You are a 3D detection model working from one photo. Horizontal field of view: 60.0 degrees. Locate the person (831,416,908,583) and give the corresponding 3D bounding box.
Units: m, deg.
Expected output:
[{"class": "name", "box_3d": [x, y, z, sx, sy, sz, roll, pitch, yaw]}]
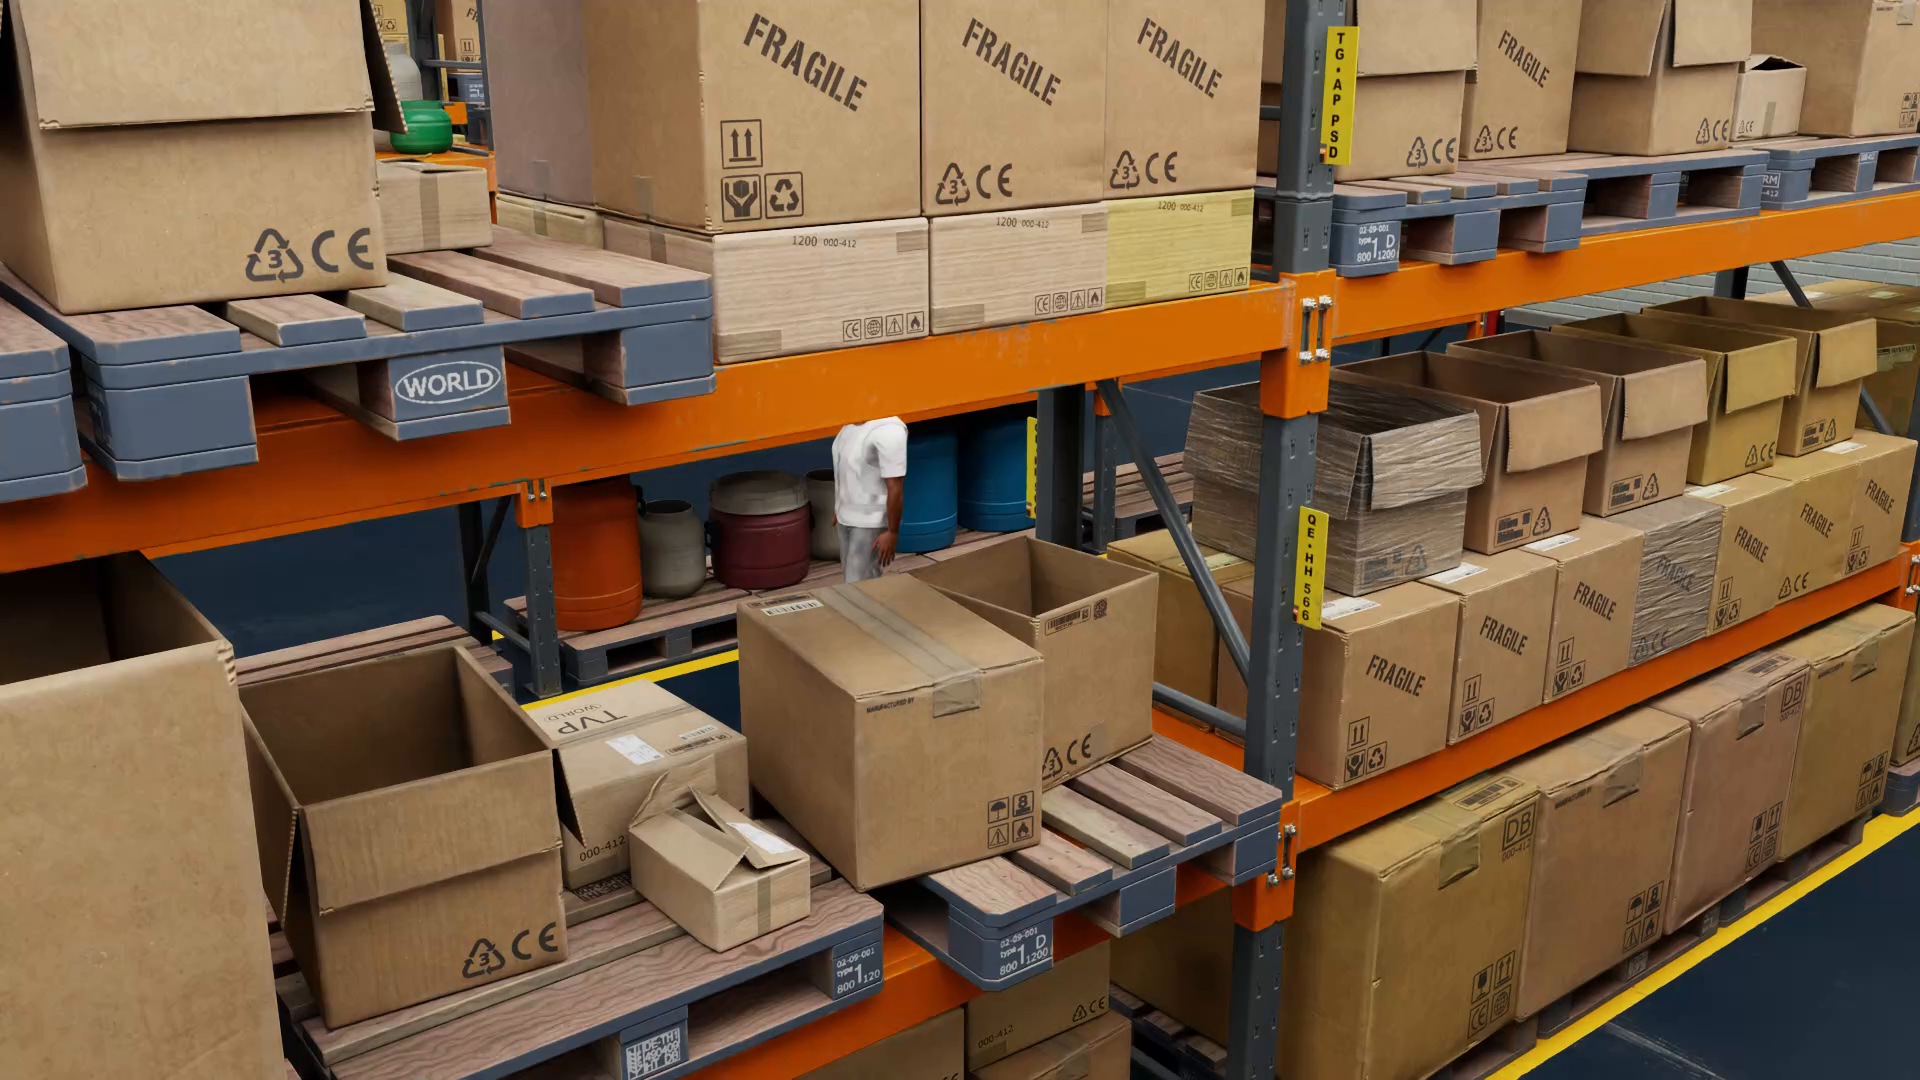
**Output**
[{"class": "person", "box_3d": [-0.508, -0.092, 8.832, 0.525, 1.791, 0.600, -7, 19, -20]}]
